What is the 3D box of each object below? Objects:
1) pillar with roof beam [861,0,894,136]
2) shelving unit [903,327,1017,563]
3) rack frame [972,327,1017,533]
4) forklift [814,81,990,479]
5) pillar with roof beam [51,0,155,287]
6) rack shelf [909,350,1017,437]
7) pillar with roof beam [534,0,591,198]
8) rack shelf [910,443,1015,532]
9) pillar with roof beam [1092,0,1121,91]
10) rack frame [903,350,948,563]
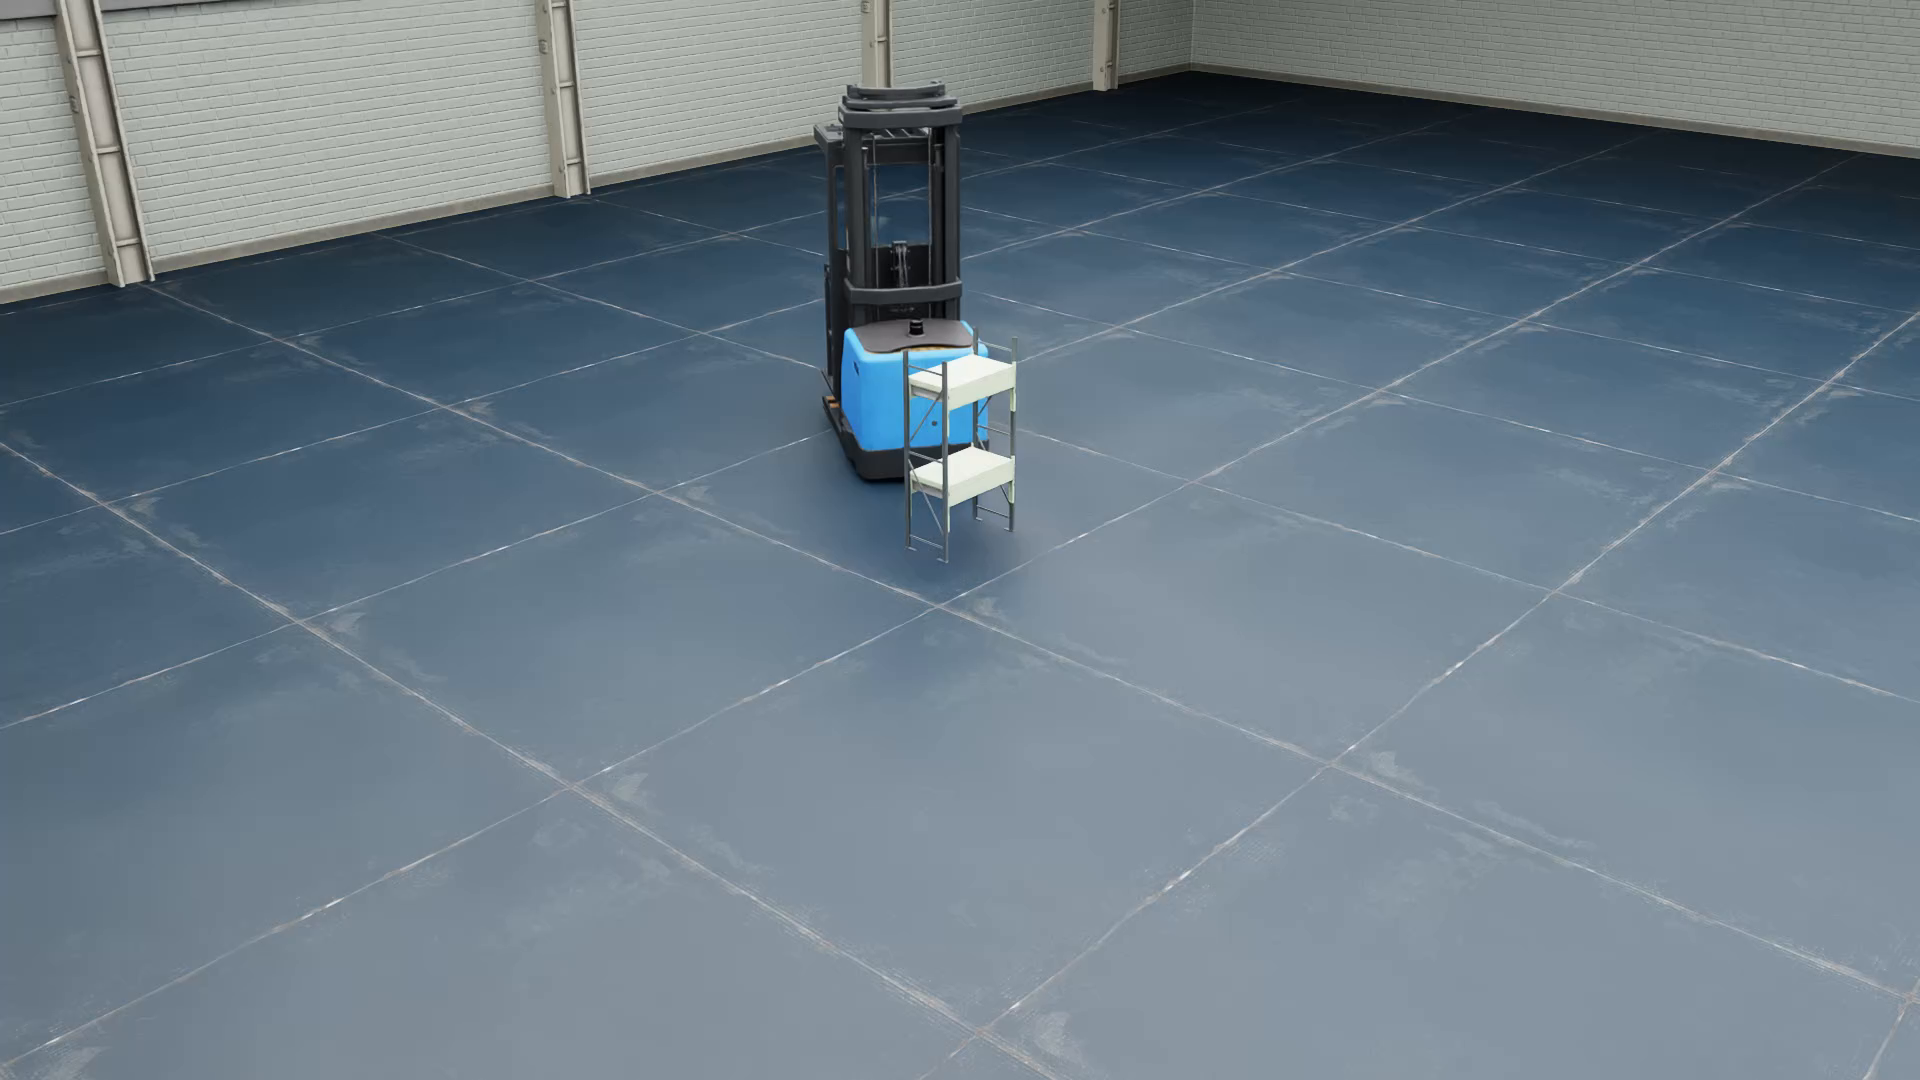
[{"bbox_3d":[1.894,-9.499,22.408,9.100,9.000,0.400,20,31,38],"label":"pillar with roof beam"},{"bbox_3d":[0.004,-0.686,11.919,0.431,1.500,0.755,20,31,38],"label":"shelving unit"},{"bbox_3d":[0.249,-0.798,12.168,0.400,1.500,0.023,20,31,38],"label":"rack frame"},{"bbox_3d":[-0.594,-2.393,13.975,1.130,2.935,3.031,-5,25,-12],"label":"forklift"},{"bbox_3d":[-6.114,-5.843,14.253,9.100,9.000,0.400,20,31,38],"label":"pillar with roof beam"},{"bbox_3d":[0.004,-1.042,11.759,0.431,0.370,0.720,20,31,38],"label":"rack shelf"},{"bbox_3d":[-2.110,-7.671,18.330,9.100,9.000,0.400,20,31,38],"label":"pillar with roof beam"},{"bbox_3d":[0.004,-0.389,12.052,0.431,0.370,0.720,20,31,38],"label":"rack shelf"},{"bbox_3d":[5.899,-11.327,26.485,9.100,9.000,0.400,20,31,38],"label":"pillar with roof beam"},{"bbox_3d":[-0.240,-0.575,11.670,0.400,1.500,0.023,20,31,38],"label":"rack frame"}]
